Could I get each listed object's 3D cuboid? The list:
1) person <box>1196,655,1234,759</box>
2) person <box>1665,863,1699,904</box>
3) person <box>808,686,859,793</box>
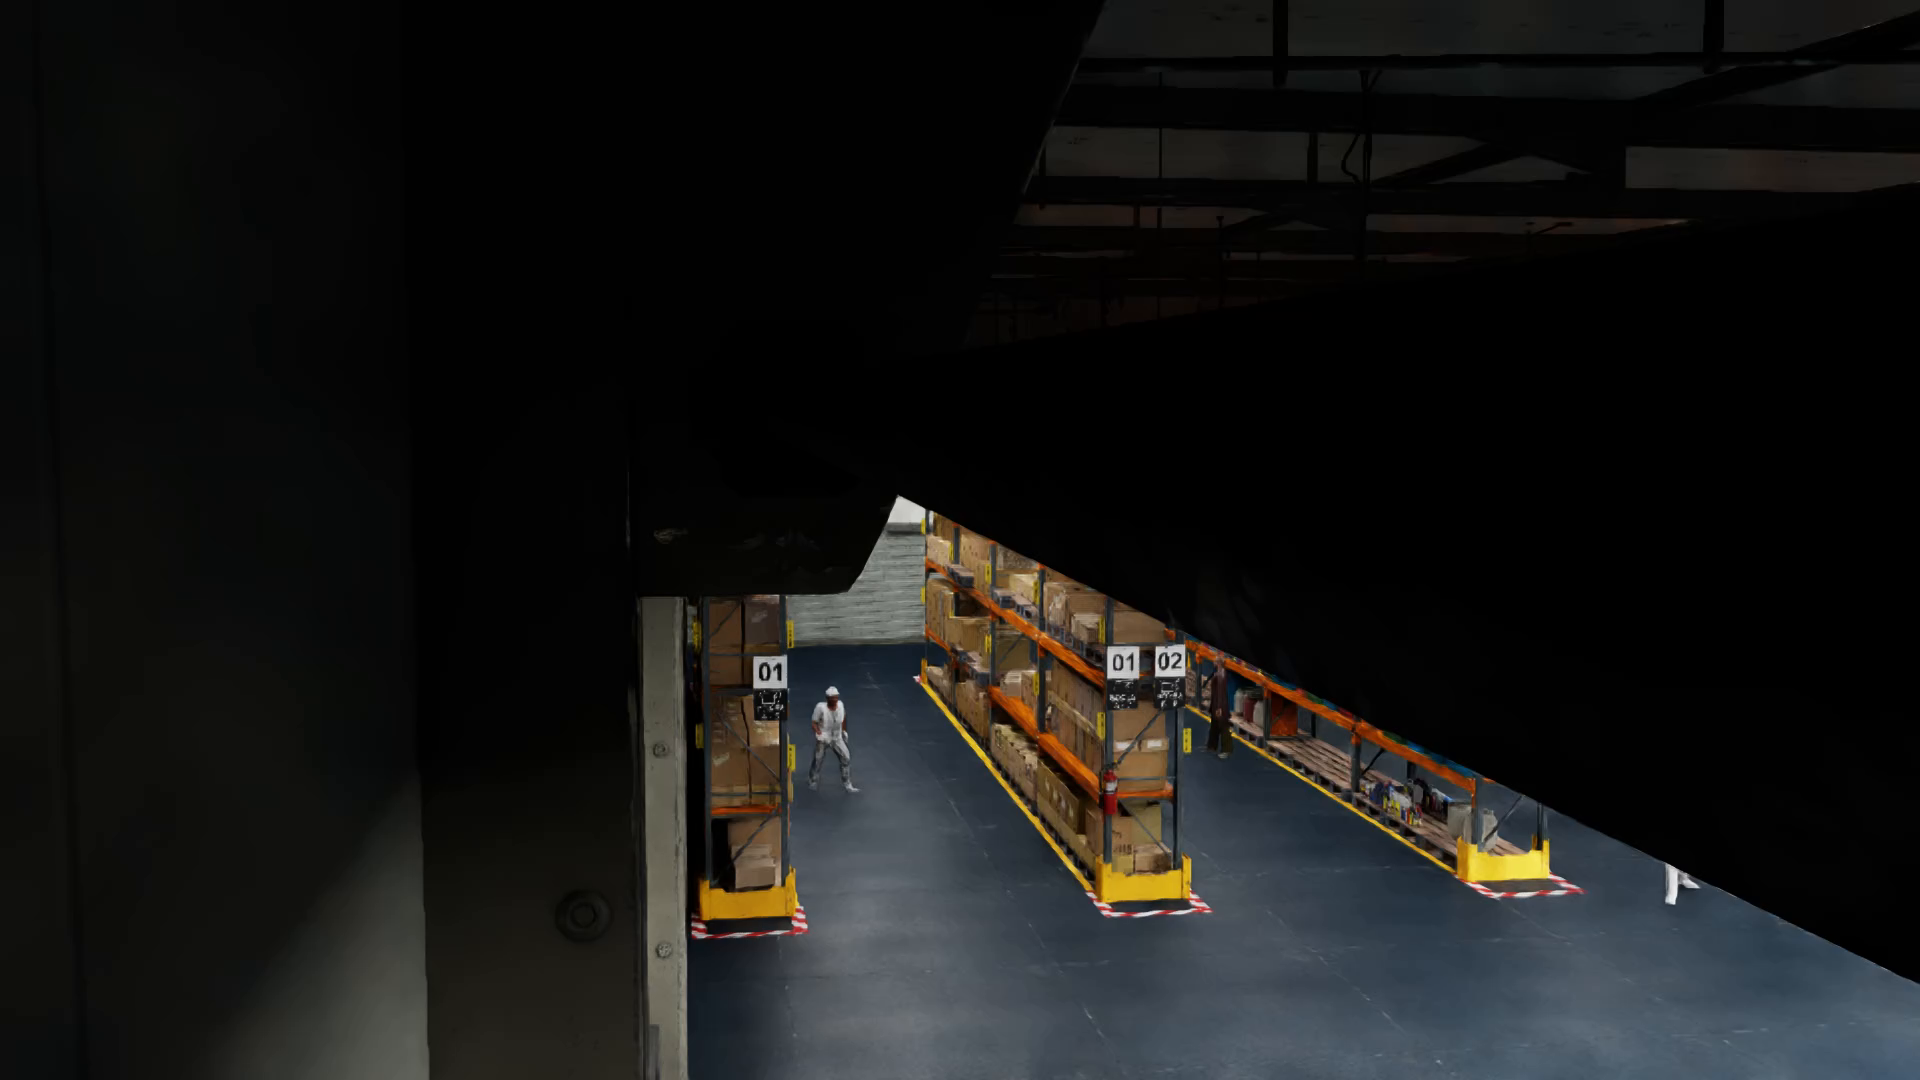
[{"bbox_3d":[4.462,2.974,29.035,0.672,1.576,0.775,1,5,10],"label":"person"},{"bbox_3d":[9.034,3.640,20.840,0.635,1.722,1.040,1,5,11],"label":"person"},{"bbox_3d":[-2.065,3.145,26.391,0.701,1.717,0.849,-2,6,-26],"label":"person"}]
